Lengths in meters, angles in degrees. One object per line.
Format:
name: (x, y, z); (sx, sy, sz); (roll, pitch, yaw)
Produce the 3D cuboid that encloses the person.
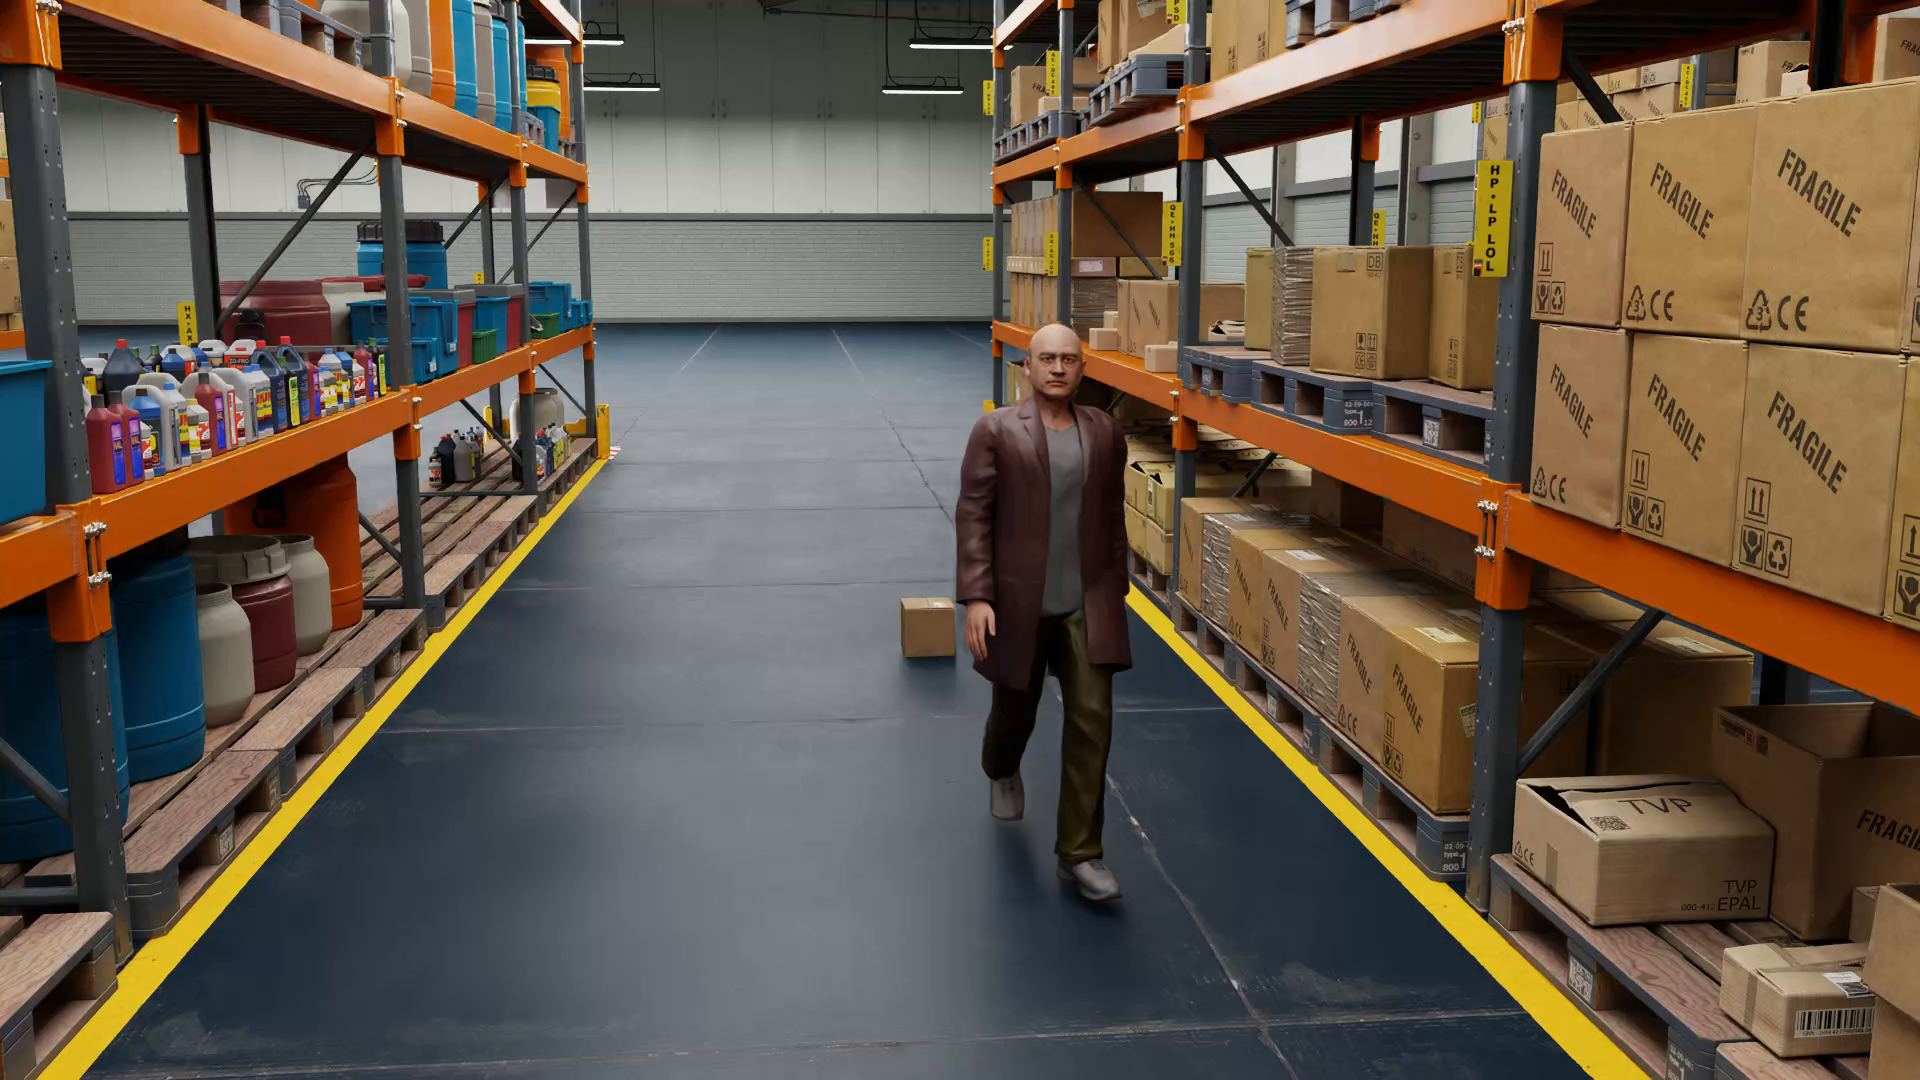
person: (0.273, 0.192, 5.338); (0.605, 1.726, 1.012); (-2, 10, -10)
